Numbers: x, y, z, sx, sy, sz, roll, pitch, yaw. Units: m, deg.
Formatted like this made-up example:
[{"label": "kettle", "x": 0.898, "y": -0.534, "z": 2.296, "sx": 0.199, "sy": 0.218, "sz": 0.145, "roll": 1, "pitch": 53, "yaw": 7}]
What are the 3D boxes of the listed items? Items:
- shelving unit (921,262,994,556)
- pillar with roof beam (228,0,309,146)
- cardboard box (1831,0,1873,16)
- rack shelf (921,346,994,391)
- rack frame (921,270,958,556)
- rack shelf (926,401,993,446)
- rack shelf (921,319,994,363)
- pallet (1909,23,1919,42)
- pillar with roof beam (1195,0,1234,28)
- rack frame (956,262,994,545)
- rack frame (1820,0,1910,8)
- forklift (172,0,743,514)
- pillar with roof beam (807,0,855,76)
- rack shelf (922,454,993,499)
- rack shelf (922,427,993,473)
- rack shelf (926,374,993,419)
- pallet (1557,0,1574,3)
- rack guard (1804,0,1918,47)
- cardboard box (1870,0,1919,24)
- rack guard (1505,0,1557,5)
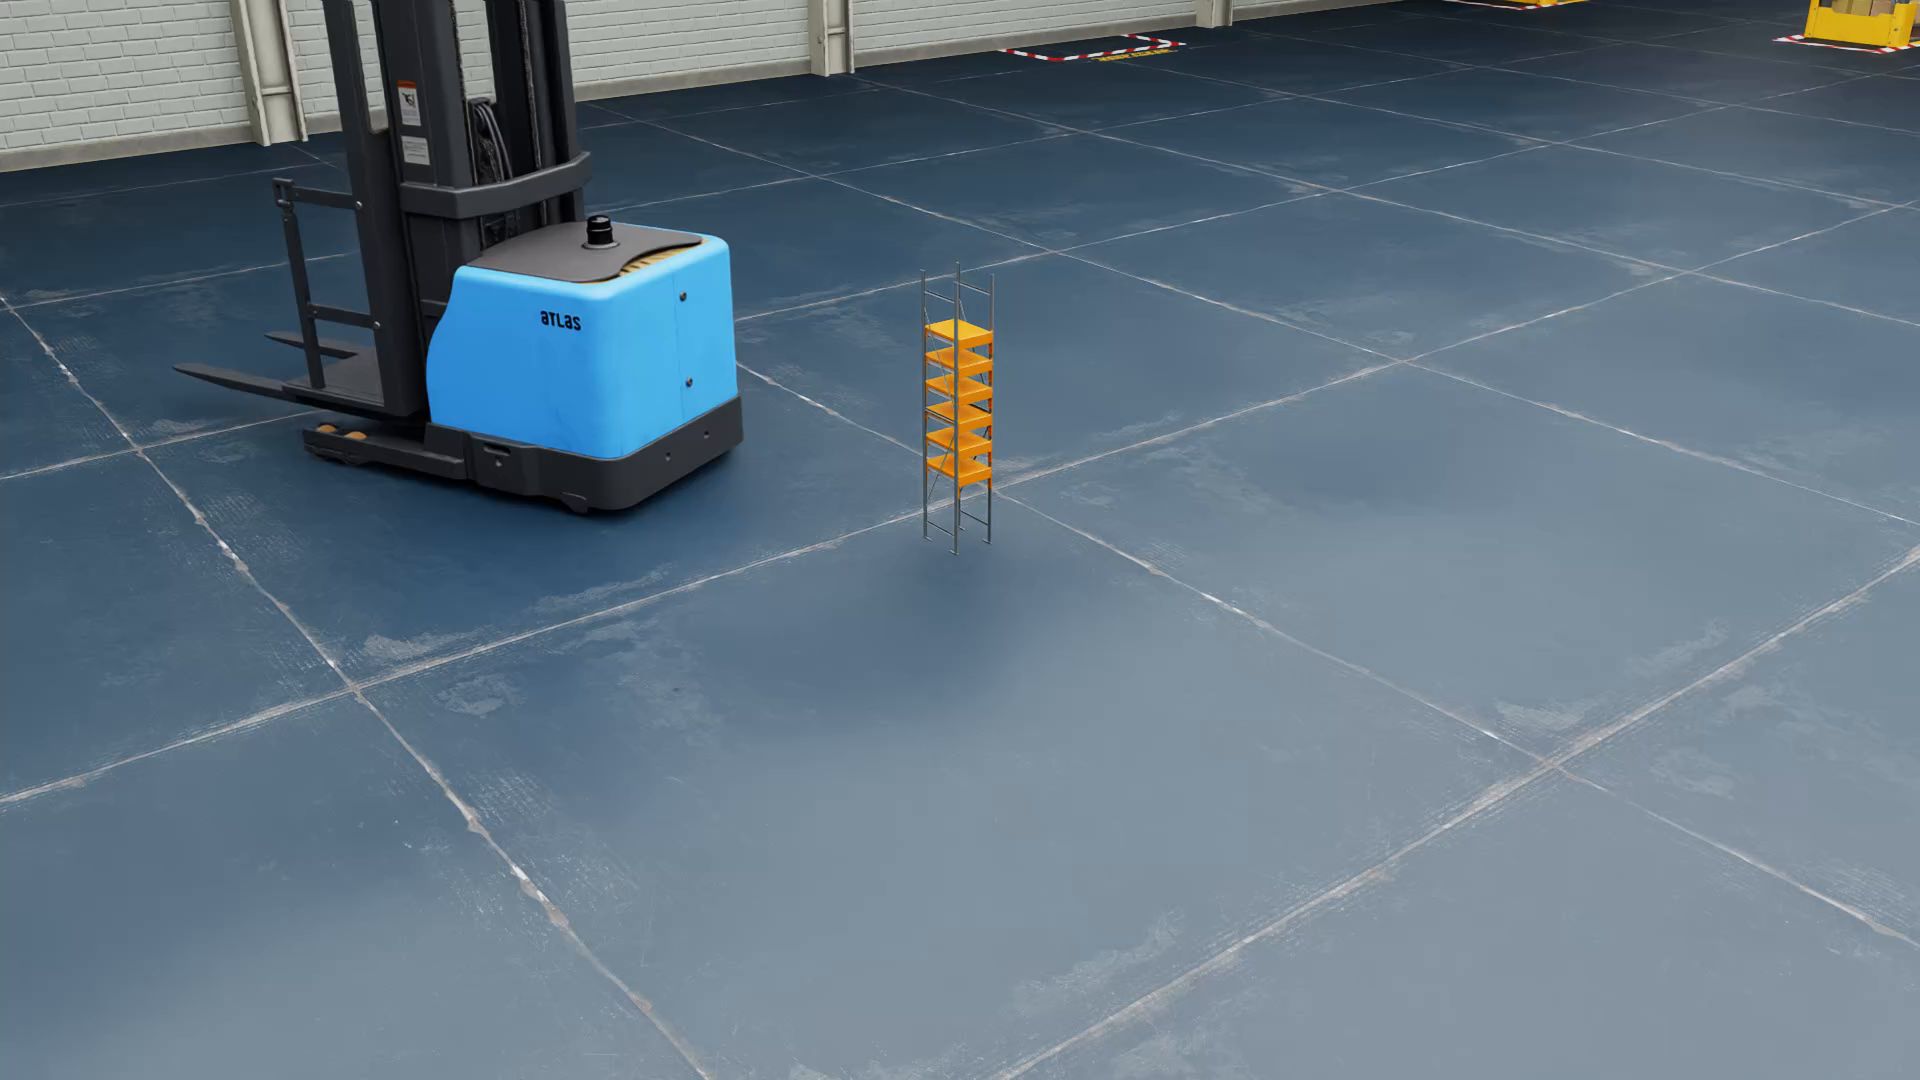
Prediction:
[{"label": "shelving unit", "x": -0.011, "y": -0.540, "z": 6.989, "sx": 0.189, "sy": 1.200, "sz": 0.258, "roll": -18, "pitch": 31, "yaw": -34}, {"label": "pillar with roof beam", "x": -3.477, "y": -6.263, "z": 10.054, "sx": 0.400, "sy": 9.000, "sz": 9.100, "roll": -18, "pitch": 31, "yaw": -34}, {"label": "cardboard box", "x": 11.314, "y": -6.715, "z": 20.924, "sx": 0.500, "sy": 0.250, "sz": 0.500, "roll": -18, "pitch": 31, "yaw": -34}, {"label": "rack shelf", "x": -0.011, "y": -0.718, "z": 6.907, "sx": 0.180, "sy": 0.103, "sz": 0.258, "roll": -18, "pitch": 31, "yaw": -34}, {"label": "rack frame", "x": -0.083, "y": -0.517, "z": 6.938, "sx": 0.006, "sy": 1.200, "sz": 0.240, "roll": -18, "pitch": 31, "yaw": -34}, {"label": "rack shelf", "x": -0.011, "y": -0.500, "z": 7.008, "sx": 0.180, "sy": 0.103, "sz": 0.258, "roll": -18, "pitch": 31, "yaw": -34}, {"label": "rack shelf", "x": -0.011, "y": -0.827, "z": 6.856, "sx": 0.180, "sy": 0.103, "sz": 0.258, "roll": -18, "pitch": 31, "yaw": -34}, {"label": "pallet", "x": 11.650, "y": -6.483, "z": 20.967, "sx": 1.213, "sy": 0.211, "sz": 1.003, "roll": -18, "pitch": 31, "yaw": -34}, {"label": "pillar with roof beam", "x": 5.966, "y": -9.380, "z": 16.771, "sx": 0.400, "sy": 9.000, "sz": 9.100, "roll": -18, "pitch": 31, "yaw": -34}, {"label": "rack frame", "x": 0.061, "y": -0.564, "z": 7.041, "sx": 0.006, "sy": 1.200, "sz": 0.240, "roll": -18, "pitch": 31, "yaw": -34}, {"label": "rack frame", "x": 11.074, "y": -7.535, "z": 19.922, "sx": 0.127, "sy": 3.000, "sz": 1.000, "roll": -18, "pitch": 31, "yaw": -34}, {"label": "forklift", "x": -2.611, "y": -1.866, "z": 7.790, "sx": 3.031, "sy": 2.935, "sz": 1.130, "roll": 12, "pitch": 28, "yaw": 24}, {"label": "pillar with roof beam", "x": 1.245, "y": -7.821, "z": 13.413, "sx": 0.400, "sy": 9.000, "sz": 9.100, "roll": -18, "pitch": 31, "yaw": -34}, {"label": "rack shelf", "x": -0.011, "y": -0.282, "z": 7.109, "sx": 0.180, "sy": 0.103, "sz": 0.258, "roll": -18, "pitch": 31, "yaw": -34}, {"label": "rack shelf", "x": -0.011, "y": -0.391, "z": 7.059, "sx": 0.180, "sy": 0.103, "sz": 0.258, "roll": -18, "pitch": 31, "yaw": -34}, {"label": "rack shelf", "x": -0.011, "y": -0.609, "z": 6.957, "sx": 0.180, "sy": 0.103, "sz": 0.258, "roll": -18, "pitch": 31, "yaw": -34}, {"label": "pallet", "x": 8.735, "y": -8.129, "z": 24.515, "sx": 1.213, "sy": 0.211, "sz": 1.003, "roll": -18, "pitch": 31, "yaw": -34}, {"label": "rack guard", "x": 11.055, "y": -6.395, "z": 20.435, "sx": 0.348, "sy": 0.500, "sz": 1.175, "roll": -18, "pitch": 31, "yaw": -34}, {"label": "cardboard box", "x": 11.633, "y": -6.544, "z": 20.554, "sx": 0.500, "sy": 0.250, "sz": 0.500, "roll": -18, "pitch": 31, "yaw": -34}, {"label": "rack guard", "x": 8.074, "y": -8.061, "z": 24.025, "sx": 0.348, "sy": 0.500, "sz": 1.175, "roll": -18, "pitch": 31, "yaw": -34}]
